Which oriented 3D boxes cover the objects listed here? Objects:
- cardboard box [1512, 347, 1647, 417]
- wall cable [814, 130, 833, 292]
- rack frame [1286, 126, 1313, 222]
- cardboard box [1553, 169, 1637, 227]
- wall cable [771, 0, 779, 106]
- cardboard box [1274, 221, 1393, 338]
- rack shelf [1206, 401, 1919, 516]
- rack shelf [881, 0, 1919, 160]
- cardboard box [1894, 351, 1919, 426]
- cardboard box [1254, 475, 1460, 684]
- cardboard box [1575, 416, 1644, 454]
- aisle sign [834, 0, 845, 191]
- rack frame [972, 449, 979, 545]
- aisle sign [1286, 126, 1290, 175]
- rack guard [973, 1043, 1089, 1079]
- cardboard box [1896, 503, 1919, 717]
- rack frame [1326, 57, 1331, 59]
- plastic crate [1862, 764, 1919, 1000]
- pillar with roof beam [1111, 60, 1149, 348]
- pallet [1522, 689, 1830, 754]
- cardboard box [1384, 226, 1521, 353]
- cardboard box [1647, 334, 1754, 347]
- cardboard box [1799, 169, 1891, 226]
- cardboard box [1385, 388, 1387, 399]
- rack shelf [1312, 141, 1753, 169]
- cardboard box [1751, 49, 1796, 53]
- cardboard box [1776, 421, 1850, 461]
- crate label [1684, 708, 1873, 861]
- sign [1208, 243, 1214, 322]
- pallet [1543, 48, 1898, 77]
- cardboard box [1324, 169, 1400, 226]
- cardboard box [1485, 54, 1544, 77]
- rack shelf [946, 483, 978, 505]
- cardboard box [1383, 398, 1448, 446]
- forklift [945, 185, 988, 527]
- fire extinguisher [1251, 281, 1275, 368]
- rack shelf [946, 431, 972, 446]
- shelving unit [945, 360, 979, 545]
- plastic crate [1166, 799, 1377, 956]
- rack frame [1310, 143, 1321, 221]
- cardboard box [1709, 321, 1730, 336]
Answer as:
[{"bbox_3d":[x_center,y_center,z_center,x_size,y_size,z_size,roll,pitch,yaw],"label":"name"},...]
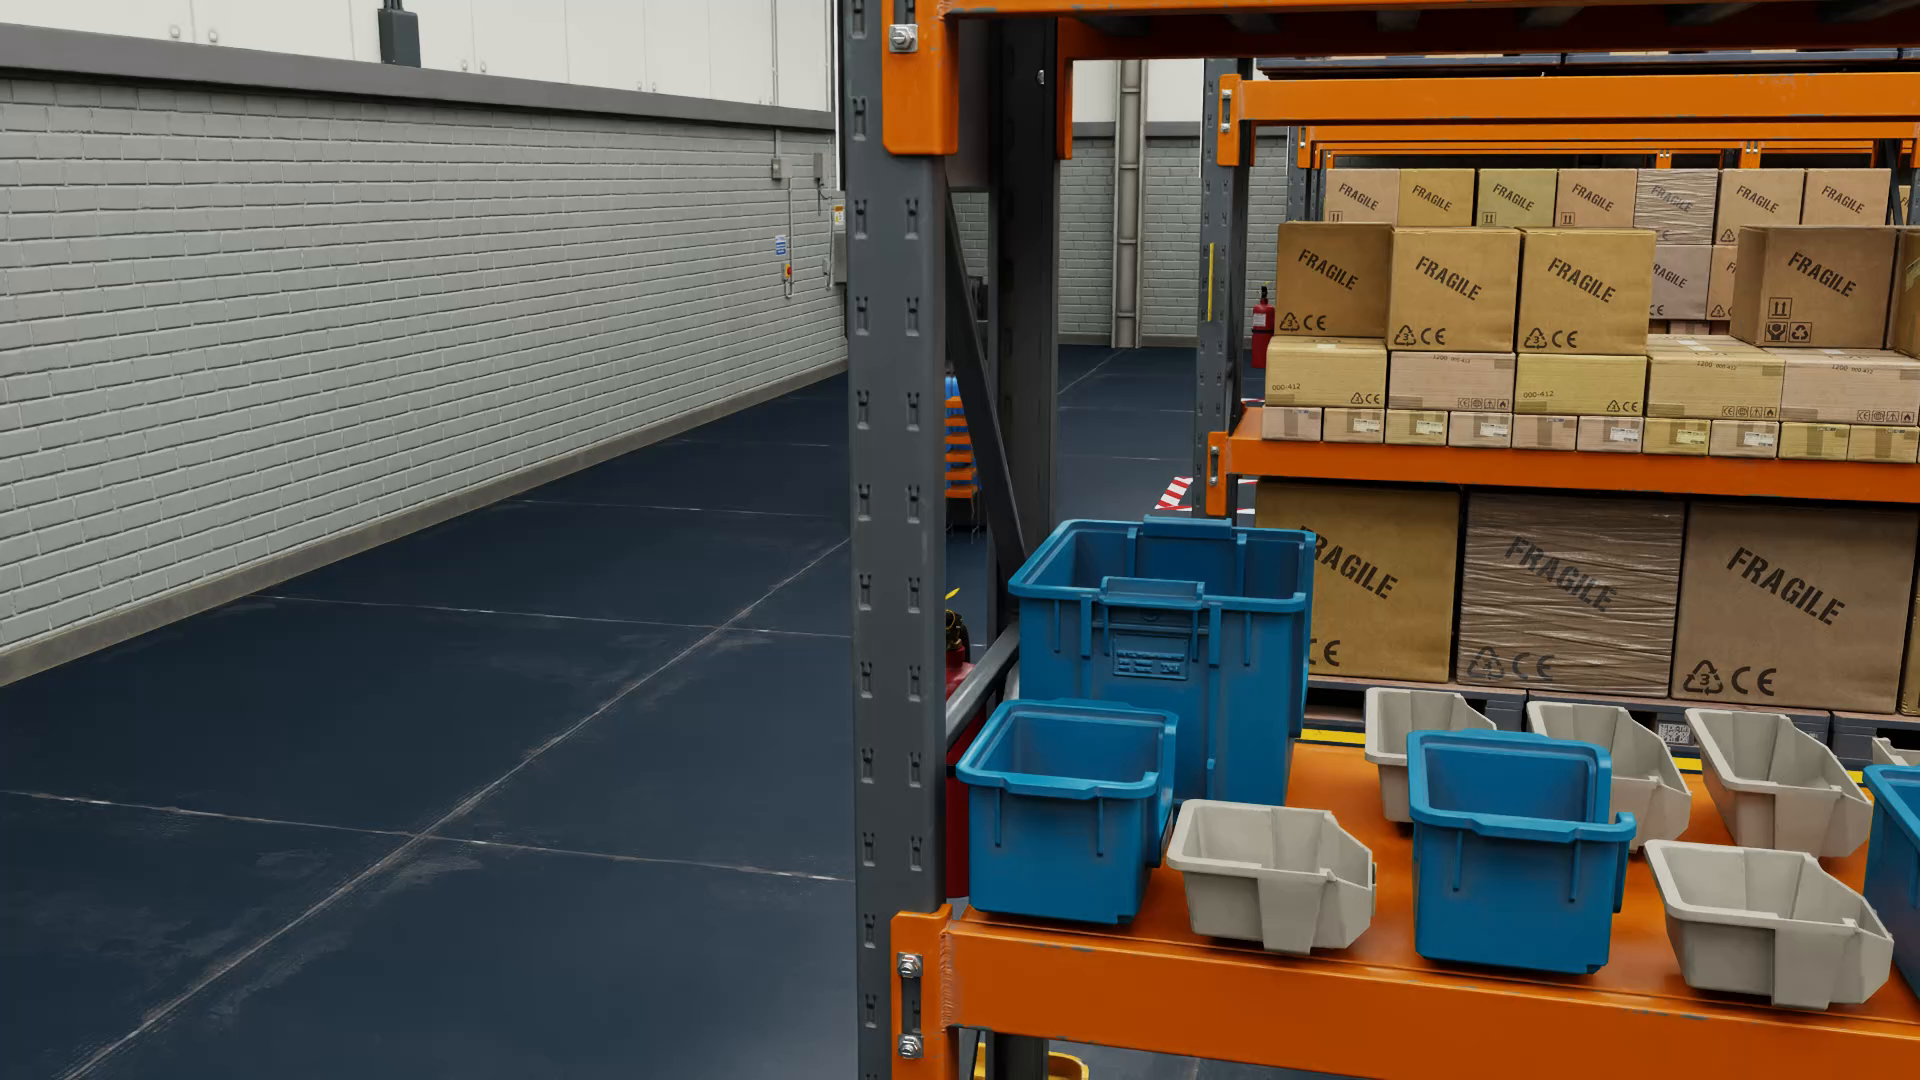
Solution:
[{"bbox_3d":[2.598,-0.687,7.064,0.500,0.250,0.500,3,13,12],"label":"cardboard box"},{"bbox_3d":[-1.574,-3.916,19.611,0.122,1.984,0.588,3,13,14],"label":"wall cable"},{"bbox_3d":[2.490,-1.787,12.362,0.127,3.000,1.000,3,13,14],"label":"rack frame"},{"bbox_3d":[4.349,-2.308,11.484,0.500,0.500,0.500,3,13,12],"label":"cardboard box"},{"bbox_3d":[-2.012,-5.998,17.491,0.029,3.000,0.463,3,13,14],"label":"wall cable"},{"bbox_3d":[1.739,-1.217,7.723,0.500,0.500,0.500,3,13,14],"label":"cardboard box"},{"bbox_3d":[3.145,-0.294,7.295,4.000,0.370,1.077,3,13,14],"label":"rack shelf"},{"bbox_3d":[1.958,-0.717,2.275,4.000,0.370,1.077,3,13,14],"label":"rack shelf"},{"bbox_3d":[4.092,-0.608,6.706,0.500,0.250,0.500,3,13,15],"label":"cardboard box"},{"bbox_3d":[1.844,0.100,7.795,0.875,0.875,0.875,3,13,14],"label":"cardboard box"},{"bbox_3d":[2.718,-0.472,7.018,0.250,0.149,0.380,3,13,13],"label":"cardboard box"},{"bbox_3d":[-0.125,-0.918,2.444,0.004,0.787,0.394,3,13,14],"label":"aisle sign"},{"bbox_3d":[0.104,-0.579,11.072,0.006,1.200,0.240,2,13,10],"label":"rack frame"},{"bbox_3d":[2.347,-2.997,11.813,0.004,0.787,0.394,3,13,14],"label":"aisle sign"},{"bbox_3d":[-0.010,1.514,3.254,0.348,0.500,1.175,3,13,14],"label":"rack guard"},{"bbox_3d":[4.465,0.240,7.164,0.875,0.875,0.875,3,13,14],"label":"cardboard box"},{"bbox_3d":[4.763,-6.806,21.133,0.127,3.000,1.000,3,13,14],"label":"rack frame"},{"bbox_3d":[1.456,0.495,2.324,0.300,0.233,0.416,3,13,14],"label":"plastic crate"},{"bbox_3d":[1.330,-6.230,18.538,0.400,9.000,9.100,3,13,14],"label":"pillar with roof beam"},{"bbox_3d":[3.179,0.701,7.586,1.213,0.211,1.003,3,13,14],"label":"pallet"},{"bbox_3d":[2.090,-1.080,7.102,0.500,0.500,0.500,3,13,12],"label":"cardboard box"},{"bbox_3d":[3.230,-0.773,7.451,0.500,0.250,0.500,3,13,14],"label":"cardboard box"},{"bbox_3d":[5.852,-2.229,11.129,0.500,0.500,0.500,3,13,12],"label":"cardboard box"},{"bbox_3d":[2.125,-0.651,7.821,0.250,0.149,0.380,3,13,14],"label":"cardboard box"},{"bbox_3d":[5.519,-3.842,16.363,4.000,0.370,1.077,3,13,14],"label":"rack shelf"},{"bbox_3d":[5.362,-3.214,11.063,0.500,0.250,0.500,3,13,11],"label":"cardboard box"},{"bbox_3d":[3.464,-0.432,6.837,0.250,0.149,0.380,3,13,13],"label":"cardboard box"},{"bbox_3d":[1.406,0.424,2.870,0.243,0.136,0.396,3,13,14],"label":"crate label"},{"bbox_3d":[1.064,-1.094,7.058,0.005,0.325,0.100,3,13,14],"label":"sign"},{"bbox_3d":[3.114,-2.071,6.922,1.213,0.211,1.003,3,13,14],"label":"pallet"},{"bbox_3d":[2.862,-2.390,11.854,0.500,0.500,0.500,3,13,13],"label":"cardboard box"},{"bbox_3d":[3.848,-3.289,11.400,0.500,0.250,0.500,3,13,14],"label":"cardboard box"},{"bbox_3d":[0.014,-0.305,11.150,0.180,0.103,0.258,2,13,10],"label":"rack shelf"},{"bbox_3d":[1.967,-0.512,7.198,0.250,0.149,0.380,3,13,12],"label":"cardboard box"},{"bbox_3d":[0.158,-1.788,12.525,1.130,2.935,3.031,1,13,6],"label":"forklift"},{"bbox_3d":[2.356,-1.677,12.907,0.183,0.674,0.296,3,13,14],"label":"fire extinguisher"},{"bbox_3d":[0.014,-0.657,11.072,0.180,0.103,0.258,2,13,10],"label":"rack shelf"},{"bbox_3d":[0.014,-0.583,11.088,0.189,1.200,0.258,2,13,10],"label":"shelving unit"},{"bbox_3d":[0.469,0.508,2.489,0.298,0.136,0.250,3,13,14],"label":"plastic crate"},{"bbox_3d":[3.578,-2.833,17.078,0.127,3.000,1.000,3,13,14],"label":"rack frame"},{"bbox_3d":[5.285,-1.467,11.500,0.250,0.149,0.380,3,13,12],"label":"cardboard box"}]
